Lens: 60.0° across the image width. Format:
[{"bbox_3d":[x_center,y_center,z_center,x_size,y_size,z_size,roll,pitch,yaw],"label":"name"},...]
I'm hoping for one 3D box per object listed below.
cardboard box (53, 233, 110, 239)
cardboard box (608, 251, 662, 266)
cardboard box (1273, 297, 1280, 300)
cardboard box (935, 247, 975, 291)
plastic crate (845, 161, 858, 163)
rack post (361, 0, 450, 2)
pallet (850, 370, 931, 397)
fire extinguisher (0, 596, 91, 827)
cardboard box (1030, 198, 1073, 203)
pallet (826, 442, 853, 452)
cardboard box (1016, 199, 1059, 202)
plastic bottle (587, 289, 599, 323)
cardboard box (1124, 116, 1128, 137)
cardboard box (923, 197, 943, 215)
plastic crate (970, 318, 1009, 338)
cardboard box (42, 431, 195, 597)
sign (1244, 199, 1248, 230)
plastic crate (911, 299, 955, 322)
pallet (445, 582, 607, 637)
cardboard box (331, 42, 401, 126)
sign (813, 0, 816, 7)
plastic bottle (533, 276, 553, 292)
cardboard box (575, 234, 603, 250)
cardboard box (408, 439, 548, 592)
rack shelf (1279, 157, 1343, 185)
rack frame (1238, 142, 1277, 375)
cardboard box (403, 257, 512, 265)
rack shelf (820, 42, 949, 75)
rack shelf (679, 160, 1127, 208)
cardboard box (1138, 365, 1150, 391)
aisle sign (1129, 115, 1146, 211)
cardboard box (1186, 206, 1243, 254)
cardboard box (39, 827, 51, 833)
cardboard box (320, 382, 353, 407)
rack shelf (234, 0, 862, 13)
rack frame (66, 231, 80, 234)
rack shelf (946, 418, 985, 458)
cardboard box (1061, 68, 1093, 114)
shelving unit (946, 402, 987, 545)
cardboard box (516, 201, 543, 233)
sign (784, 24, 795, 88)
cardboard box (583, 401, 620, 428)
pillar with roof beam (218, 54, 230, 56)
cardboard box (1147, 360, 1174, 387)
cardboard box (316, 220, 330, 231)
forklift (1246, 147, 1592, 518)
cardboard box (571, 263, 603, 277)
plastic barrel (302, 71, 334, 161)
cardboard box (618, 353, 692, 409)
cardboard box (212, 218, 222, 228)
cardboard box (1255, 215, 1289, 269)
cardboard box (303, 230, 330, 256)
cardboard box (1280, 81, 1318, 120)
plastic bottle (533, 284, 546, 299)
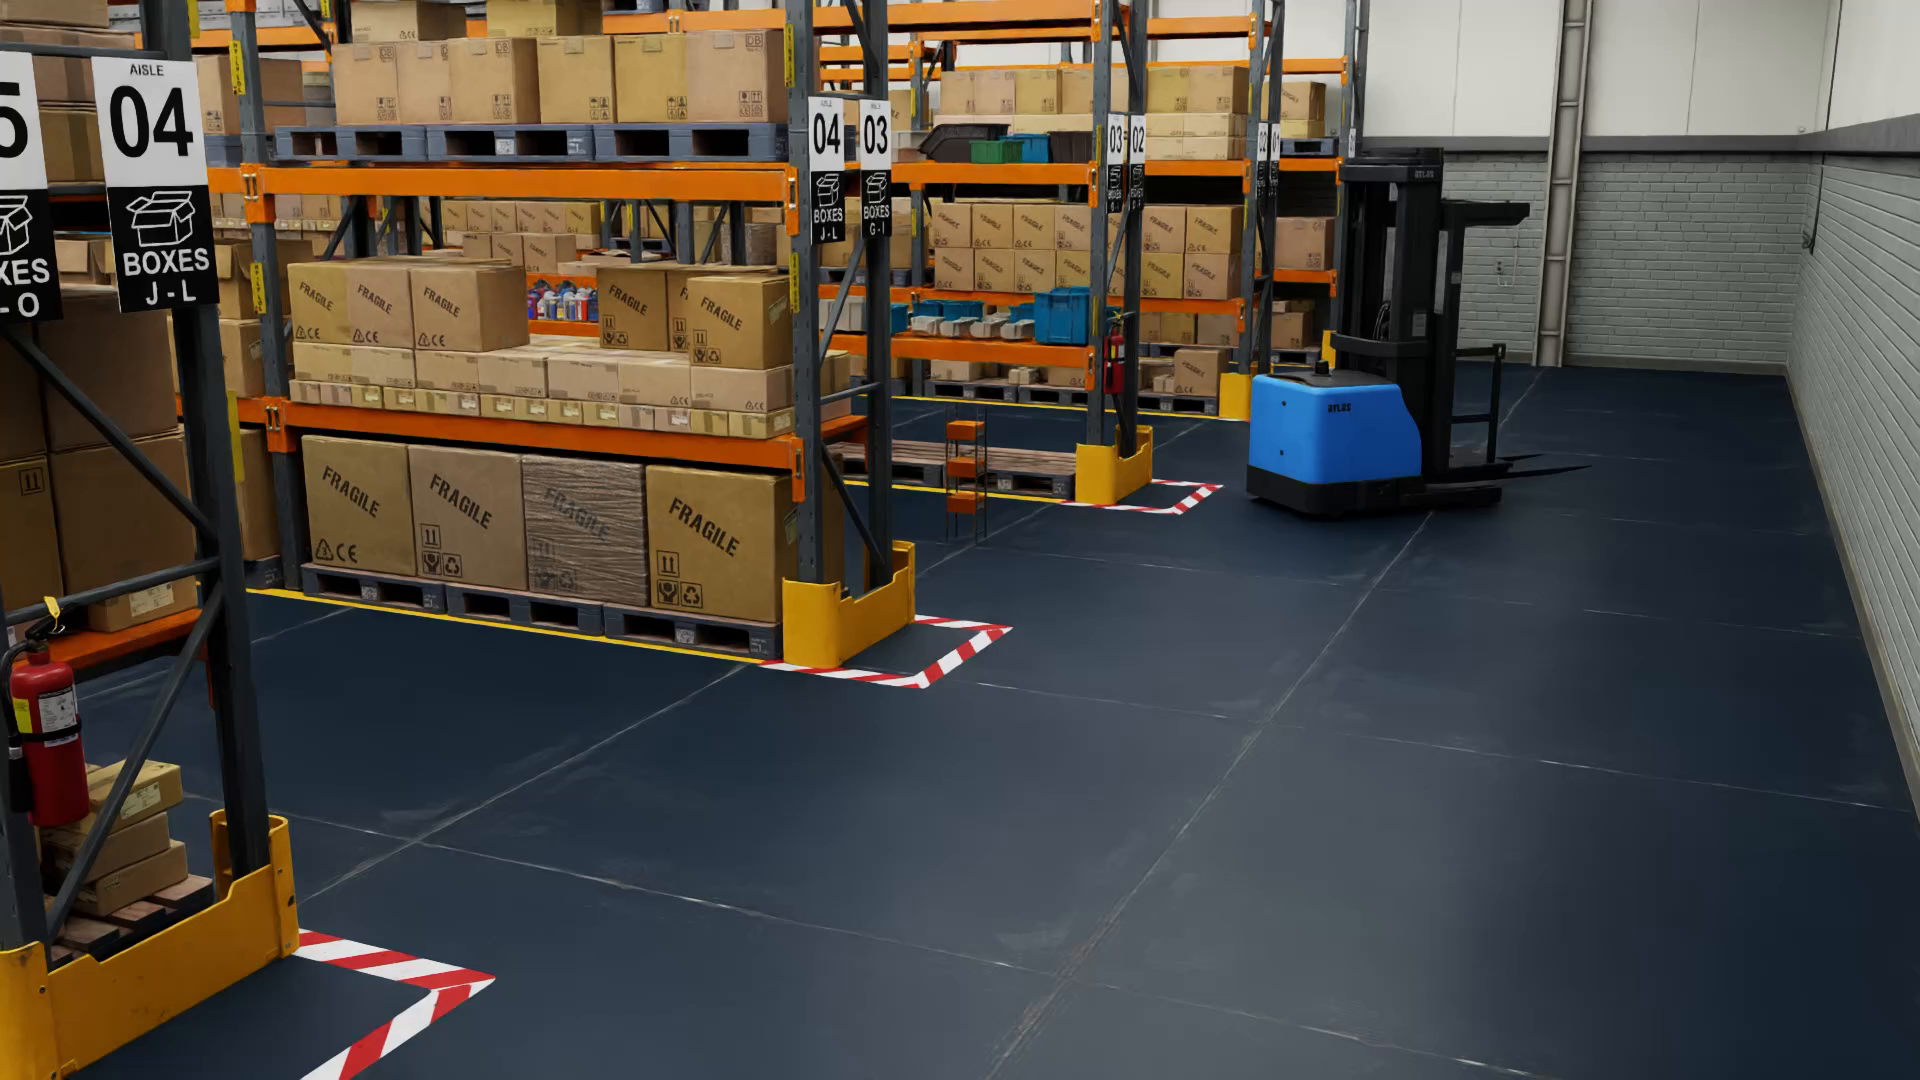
[{"bbox_3d":[-6.737,-1.996,12.281,0.637,0.503,0.797,6,15,25],"label":"cardboard box"},{"bbox_3d":[-4.293,-3.659,21.978,0.500,0.311,0.500,7,15,27],"label":"cardboard box"},{"bbox_3d":[4.391,-3.379,23.720,0.250,0.149,0.380,6,14,23],"label":"cardboard box"},{"bbox_3d":[0.035,-3.234,19.753,0.500,0.500,0.500,6,15,25],"label":"cardboard box"},{"bbox_3d":[-1.014,-3.549,15.325,0.466,0.136,0.293,6,14,23],"label":"plastic crate"},{"bbox_3d":[-5.309,-5.451,16.452,0.937,0.300,0.954,6,14,23],"label":"rack post"},{"bbox_3d":[-1.080,-1.999,20.813,1.213,0.211,1.003,6,14,23],"label":"pallet"},{"bbox_3d":[-2.738,0.515,4.980,0.183,0.674,0.296,6,14,23],"label":"fire extinguisher"},{"bbox_3d":[1.367,-4.990,24.899,0.500,0.250,0.500,6,15,25],"label":"cardboard box"},{"bbox_3d":[-1.643,-0.838,15.863,1.213,0.211,1.003,6,14,23],"label":"pallet"},{"bbox_3d":[1.151,-4.883,24.442,0.500,0.250,0.500,6,15,25],"label":"cardboard box"},{"bbox_3d":[-3.473,-2.265,15.950,0.185,0.351,0.144,6,14,23],"label":"plastic bottle"},{"bbox_3d":[1.850,-4.638,18.621,0.500,0.250,0.500,6,14,23],"label":"cardboard box"},{"bbox_3d":[-0.245,-5.026,25.053,0.500,0.250,0.500,5,14,22],"label":"cardboard box"},{"bbox_3d":[0.248,-1.854,14.534,0.243,0.136,0.396,6,14,23],"label":"plastic crate"},{"bbox_3d":[-3.080,-0.117,5.817,0.500,0.500,0.500,7,15,26],"label":"cardboard box"},{"bbox_3d":[3.093,-3.523,17.976,0.005,0.325,0.100,6,14,23],"label":"sign"},{"bbox_3d":[-0.244,-2.074,15.263,0.300,0.233,0.416,6,14,23],"label":"plastic crate"},{"bbox_3d":[-2.554,0.336,10.861,1.213,0.211,1.003,6,14,23],"label":"pallet"},{"bbox_3d":[-3.597,-2.923,10.723,0.500,0.500,0.700,5,14,20],"label":"cardboard box"},{"bbox_3d":[-2.186,-7.994,24.908,0.005,0.325,0.100,6,14,23],"label":"sign"},{"bbox_3d":[-4.272,-2.524,17.053,0.185,0.351,0.144,6,14,23],"label":"plastic bottle"},{"bbox_3d":[-6.188,-4.982,27.705,0.500,0.250,0.500,6,14,23],"label":"cardboard box"},{"bbox_3d":[-2.943,-0.230,10.900,0.875,0.875,0.875,6,14,23],"label":"cardboard box"},{"bbox_3d":[3.511,-5.250,23.570,4.000,0.370,1.077,6,14,23],"label":"rack shelf"},{"bbox_3d":[3.336,-2.919,18.631,0.127,3.000,1.000,6,14,23],"label":"rack frame"},{"bbox_3d":[-3.352,-1.624,11.144,0.500,0.500,0.500,6,14,24],"label":"cardboard box"},{"bbox_3d":[-2.150,-5.850,20.439,4.000,0.370,1.077,6,14,23],"label":"rack shelf"},{"bbox_3d":[-0.502,-3.180,14.751,4.000,0.370,1.077,6,14,23],"label":"rack shelf"},{"bbox_3d":[1.883,-1.888,19.291,0.500,0.250,0.500,6,14,23],"label":"cardboard box"},{"bbox_3d":[1.513,-3.206,14.162,0.004,0.787,0.394,6,14,23],"label":"aisle sign"},{"bbox_3d":[2.818,-3.439,18.436,0.500,0.500,0.500,6,14,23],"label":"cardboard box"},{"bbox_3d":[-3.384,1.075,6.276,0.250,0.149,0.380,6,14,23],"label":"cardboard box"},{"bbox_3d":[-3.961,-0.977,10.904,0.250,0.149,0.380,5,14,21],"label":"cardboard box"},{"bbox_3d":[-2.508,-3.411,10.045,4.000,0.370,1.077,6,14,23],"label":"rack shelf"},{"bbox_3d":[-9.645,-2.996,18.955,0.127,3.000,1.000,6,14,23],"label":"rack frame"},{"bbox_3d":[0.049,-0.772,12.551,0.240,0.259,0.215,6,14,23],"label":"rack shelf"},{"bbox_3d":[1.517,-5.113,19.005,0.500,0.500,0.700,6,14,23],"label":"cardboard box"},{"bbox_3d":[0.049,-0.506,12.614,0.252,1.050,0.215,6,14,23],"label":"shelving unit"},{"bbox_3d":[-7.105,-5.440,28.014,0.500,0.500,0.500,5,14,22],"label":"cardboard box"},{"bbox_3d":[-0.912,-2.592,8.902,0.005,0.325,0.100,6,14,23],"label":"sign"},{"bbox_3d":[-2.073,-0.787,10.092,0.250,0.149,0.380,5,14,22],"label":"cardboard box"},{"bbox_3d":[-15.529,-8.128,27.693,0.400,9.000,9.100,6,14,23],"label":"pillar with roof beam"},{"bbox_3d":[2.497,-1.951,19.558,0.500,0.250,0.500,6,14,23],"label":"cardboard box"},{"bbox_3d":[-8.900,-4.469,23.596,0.250,0.149,0.380,6,14,23],"label":"cardboard box"},{"bbox_3d":[4.010,-1.802,14.018,3.031,2.935,1.130,-5,14,-22],"label":"forklift"},{"bbox_3d":[-4.912,-3.563,21.923,0.250,0.149,0.380,6,14,23],"label":"cardboard box"},{"bbox_3d":[-6.651,-4.451,17.495,0.600,0.901,0.600,0,13,0],"label":"plastic barrel"},{"bbox_3d":[-1.694,-0.959,9.953,0.500,0.250,0.500,6,14,22],"label":"cardboard box"},{"bbox_3d":[-10.778,-4.659,24.406,0.250,0.149,0.380,5,14,22],"label":"cardboard box"},{"bbox_3d":[4.199,-4.211,23.476,0.700,0.700,0.980,6,14,23],"label":"cardboard box"},{"bbox_3d":[-8.986,-4.213,23.924,0.500,0.500,0.700,6,14,24],"label":"cardboard box"},{"bbox_3d":[4.560,-5.971,22.616,0.500,0.500,0.500,6,14,23],"label":"cardboard box"},{"bbox_3d":[-4.290,-2.467,16.959,0.133,0.283,0.061,6,14,23],"label":"plastic bottle"}]
